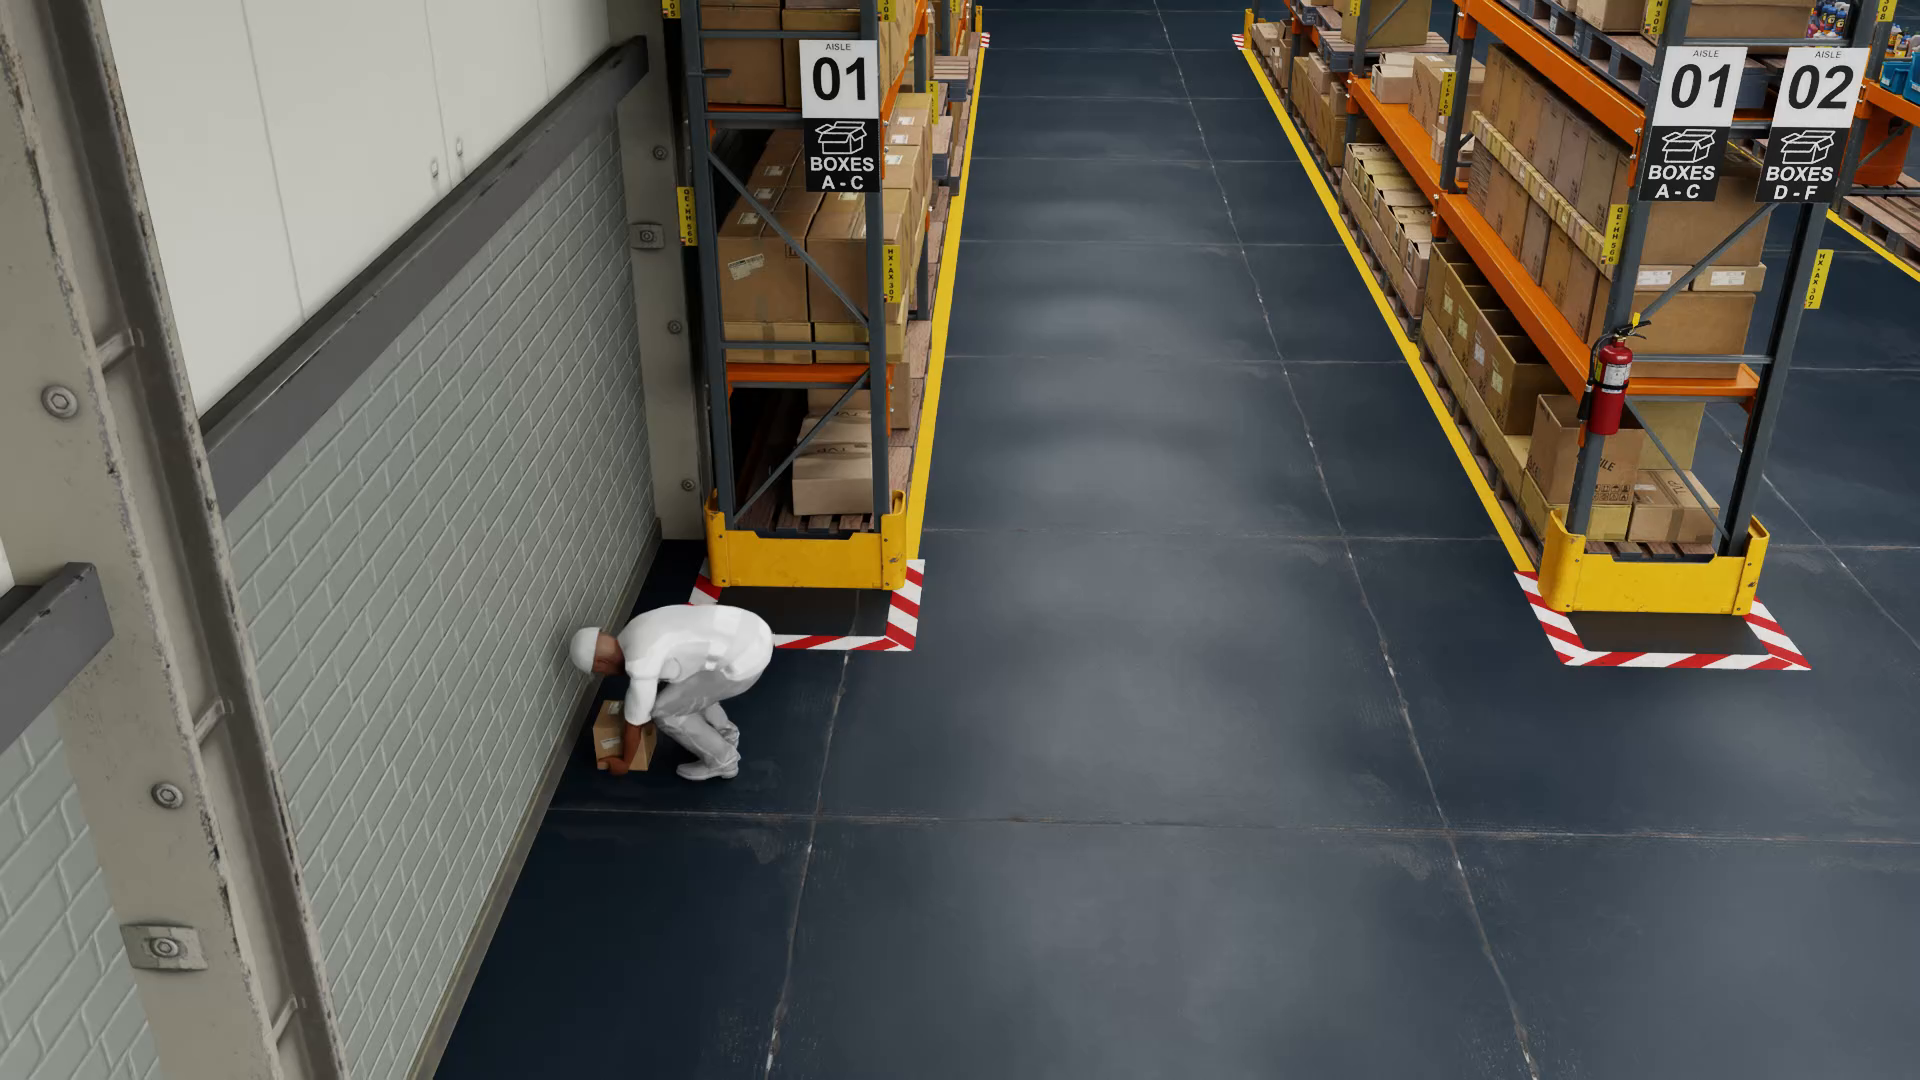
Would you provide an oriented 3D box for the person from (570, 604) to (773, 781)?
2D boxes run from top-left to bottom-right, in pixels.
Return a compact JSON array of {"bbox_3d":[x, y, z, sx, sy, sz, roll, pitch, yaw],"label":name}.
[{"bbox_3d":[-1.404,0.743,8.193,0.980,0.864,0.510,0,28,0],"label":"person"}]
